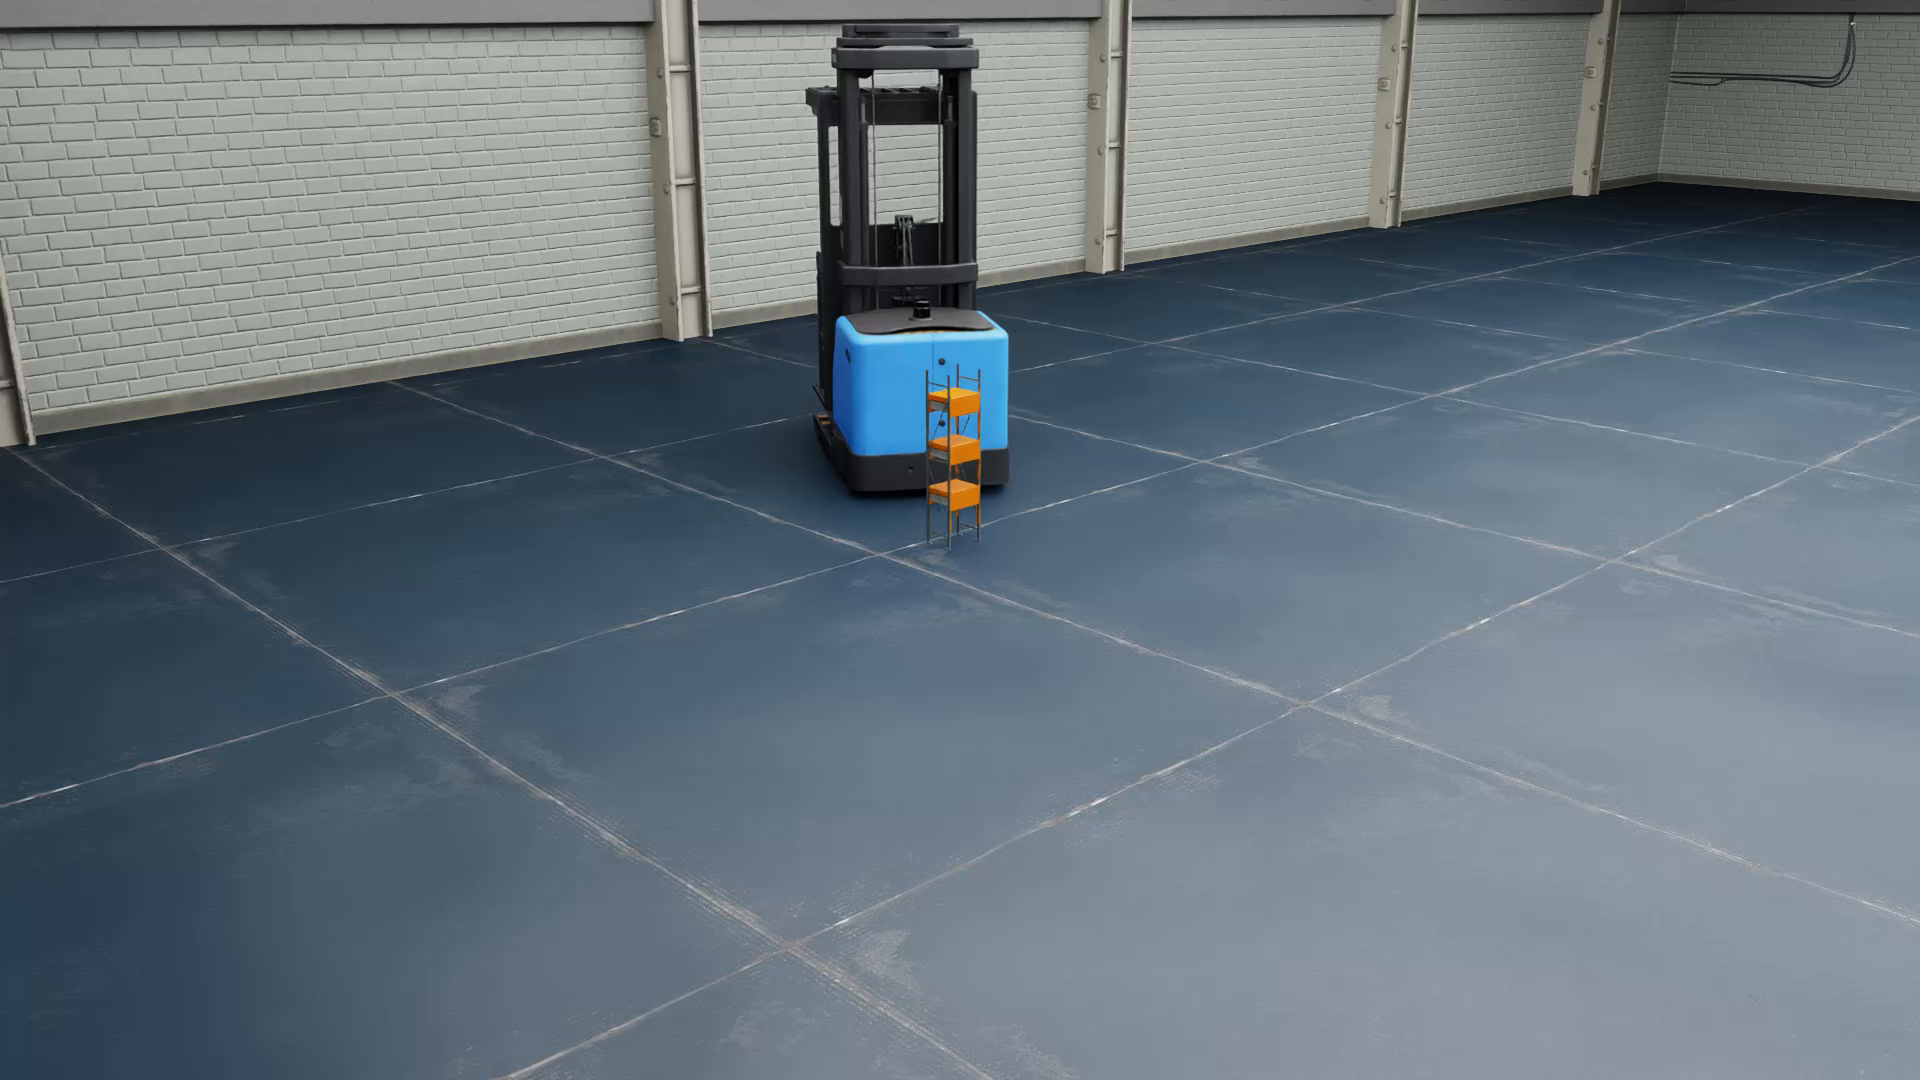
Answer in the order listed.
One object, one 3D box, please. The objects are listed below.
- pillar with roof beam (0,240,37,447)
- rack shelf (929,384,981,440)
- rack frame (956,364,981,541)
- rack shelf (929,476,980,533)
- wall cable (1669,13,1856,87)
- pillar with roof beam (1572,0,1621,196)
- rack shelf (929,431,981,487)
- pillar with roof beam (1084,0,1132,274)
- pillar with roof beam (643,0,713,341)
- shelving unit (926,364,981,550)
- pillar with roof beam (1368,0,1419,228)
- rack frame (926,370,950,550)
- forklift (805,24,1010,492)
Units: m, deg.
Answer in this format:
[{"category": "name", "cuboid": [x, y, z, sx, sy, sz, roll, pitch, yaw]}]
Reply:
[{"category": "pillar with roof beam", "cuboid": [-4.035, -4.009, 7.758, 0.400, 9.000, 9.100, -16, 24, -41]}, {"category": "rack shelf", "cuboid": [-0.039, -0.748, 9.704, 0.240, 0.259, 0.215, -16, 24, -41]}, {"category": "rack frame", "cuboid": [0.050, -0.514, 9.868, 0.008, 1.050, 0.200, -16, 24, -41]}, {"category": "rack shelf", "cuboid": [-0.039, -0.214, 9.877, 0.240, 0.259, 0.215, -16, 24, -41]}, {"category": "wall cable", "cuboid": [13.495, -8.910, 27.909, 0.112, 2.526, 3.097, -16, 24, -41]}, {"category": "pillar with roof beam", "cuboid": [13.403, -9.094, 23.443, 0.400, 9.000, 9.100, -16, 24, -41]}, {"category": "rack shelf", "cuboid": [-0.039, -0.478, 9.791, 0.240, 0.259, 0.215, -16, 24, -41]}, {"category": "pillar with roof beam", "cuboid": [4.684, -6.551, 15.600, 0.400, 9.000, 9.100, -16, 24, -41]}, {"category": "pillar with roof beam", "cuboid": [0.324, -5.280, 11.679, 0.400, 9.000, 9.100, -16, 24, -41]}, {"category": "shelving unit", "cuboid": [-0.039, -0.488, 9.788, 0.252, 1.050, 0.215, -16, 24, -41]}, {"category": "pillar with roof beam", "cuboid": [9.044, -7.823, 19.522, 0.400, 9.000, 9.100, -16, 24, -41]}, {"category": "rack frame", "cuboid": [-0.128, -0.462, 9.708, 0.008, 1.050, 0.200, -16, 24, -41]}, {"category": "forklift", "cuboid": [-0.475, -2.119, 11.768, 1.130, 2.935, 3.031, -4, 18, -11]}]
